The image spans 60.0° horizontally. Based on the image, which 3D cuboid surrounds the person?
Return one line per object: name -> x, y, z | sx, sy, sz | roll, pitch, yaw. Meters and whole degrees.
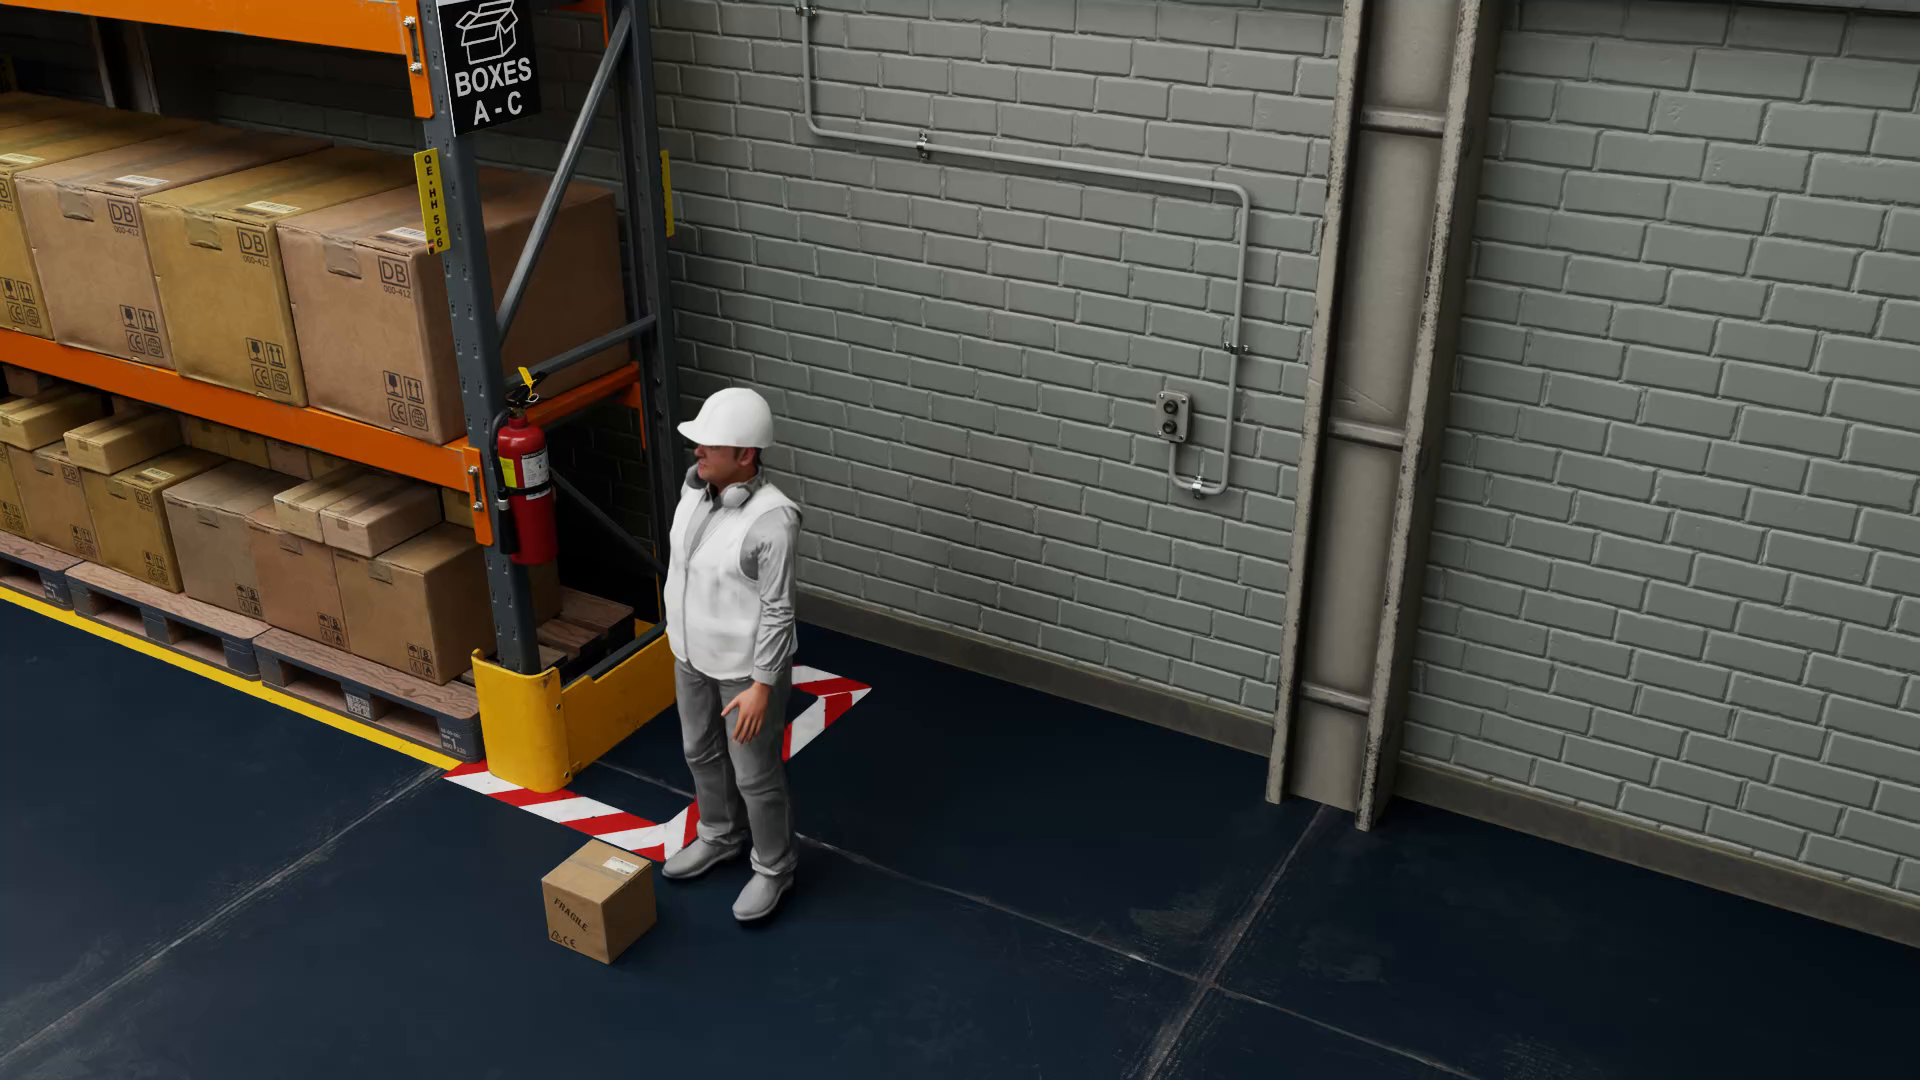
person -> -0.735, 0.371, 5.294 | 0.584, 1.782, 0.413 | 23, 34, 38
